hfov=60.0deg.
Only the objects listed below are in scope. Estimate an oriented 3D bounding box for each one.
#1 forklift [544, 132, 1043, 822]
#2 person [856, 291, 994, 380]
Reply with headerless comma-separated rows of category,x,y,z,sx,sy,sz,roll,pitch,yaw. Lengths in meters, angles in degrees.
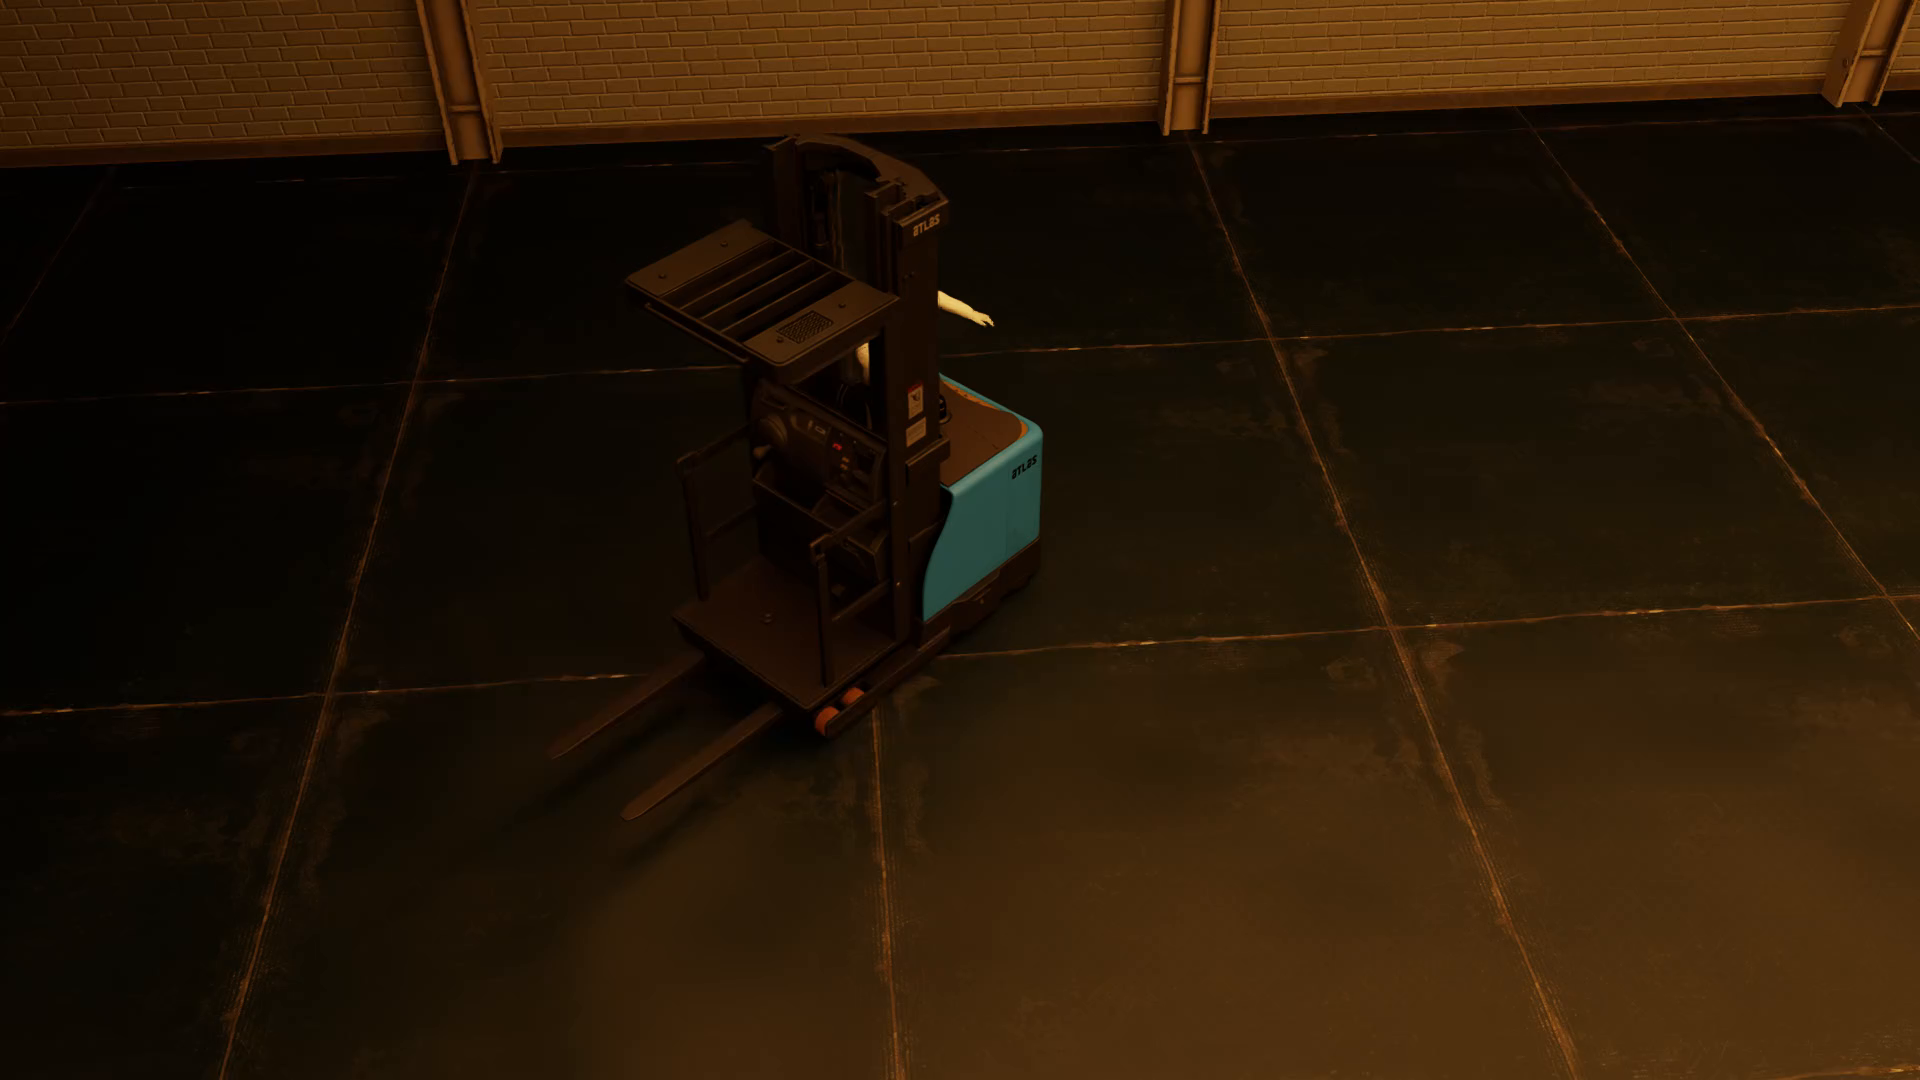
forklift,-0.881,-0.427,8.438,1.130,2.935,3.031,30,49,31
person,-0.195,-0.966,10.143,0.780,1.442,1.010,15,43,16
